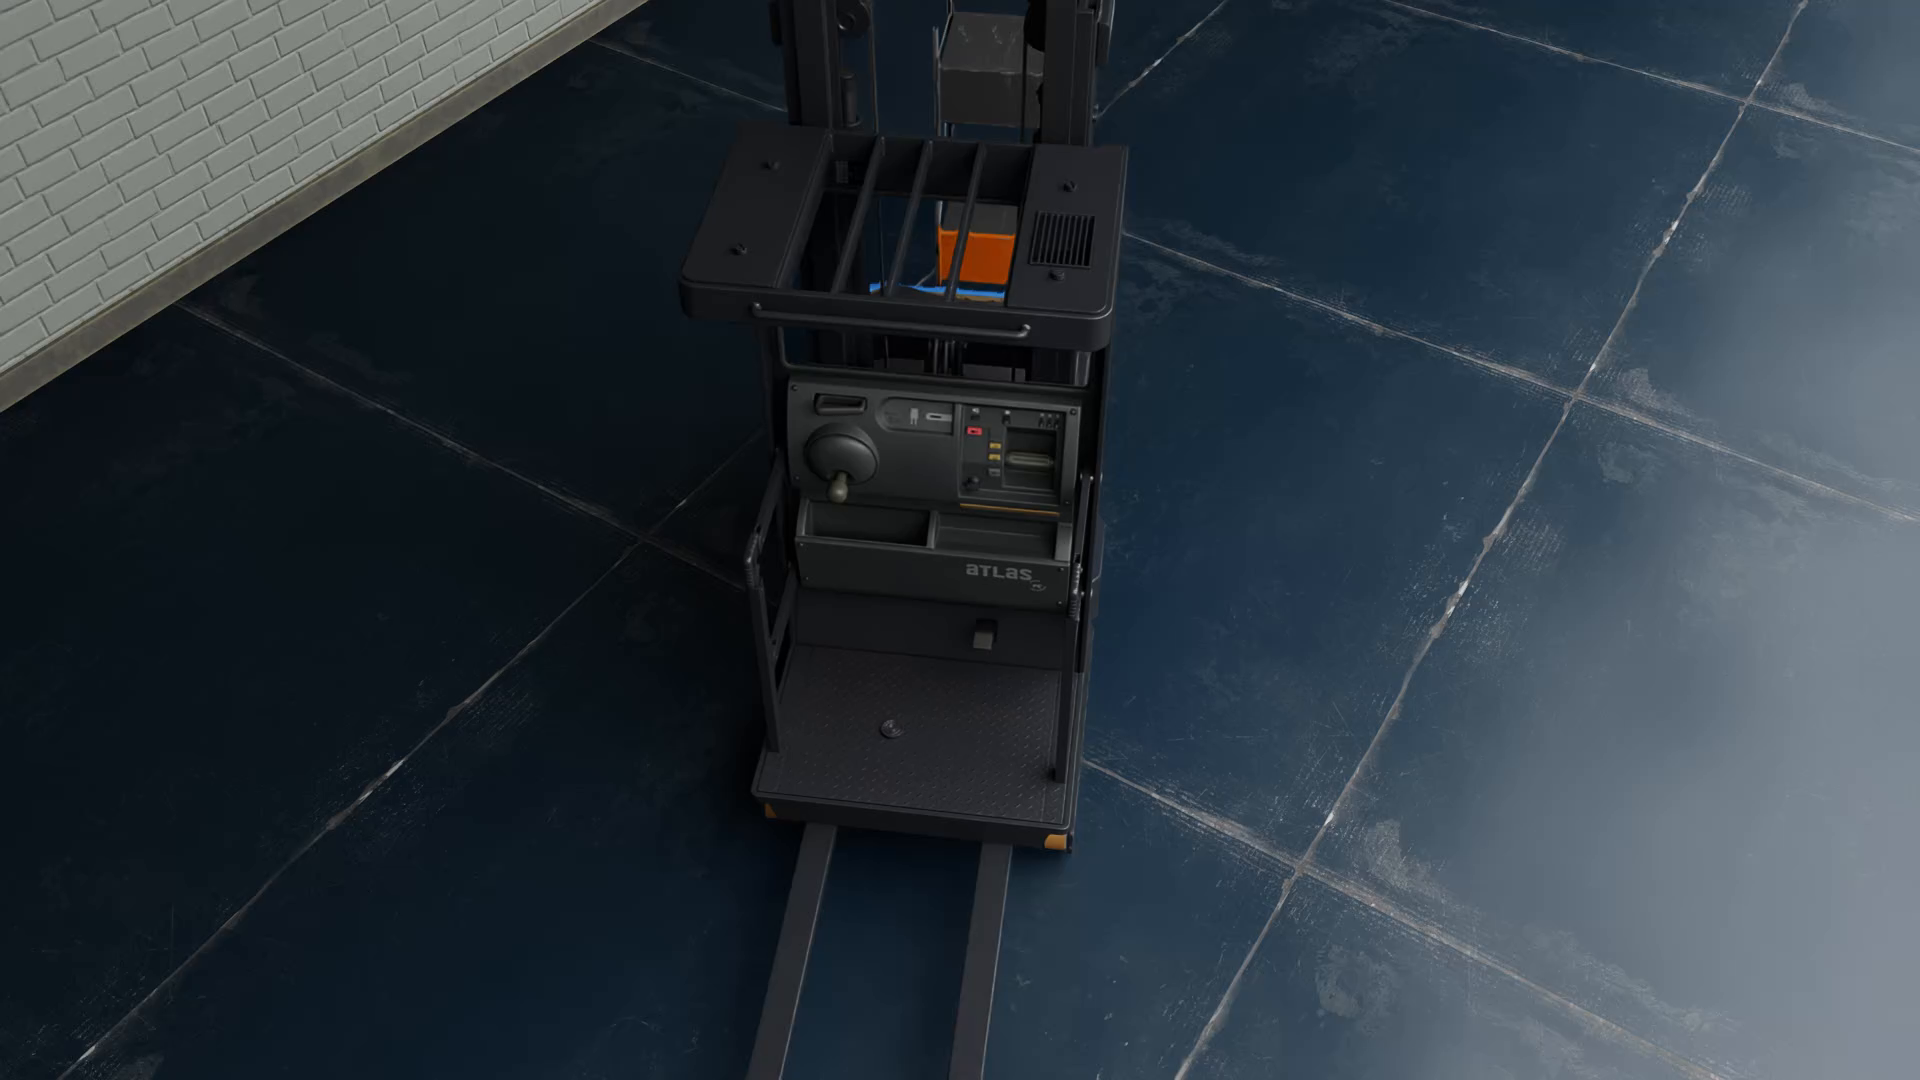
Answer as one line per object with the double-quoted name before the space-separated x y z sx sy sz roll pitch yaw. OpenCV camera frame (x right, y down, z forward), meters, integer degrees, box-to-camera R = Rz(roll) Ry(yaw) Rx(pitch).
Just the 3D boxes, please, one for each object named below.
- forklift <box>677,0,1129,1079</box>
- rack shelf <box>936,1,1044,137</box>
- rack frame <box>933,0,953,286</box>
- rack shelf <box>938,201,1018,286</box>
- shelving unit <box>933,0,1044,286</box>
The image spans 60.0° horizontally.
"forklift" -0.114 -0.196 5.119 1.130 2.935 3.031 5 46 5
"rack shelf" 0.181 -1.631 6.136 0.480 0.518 0.431 5 46 5
"rack frame" -0.061 -1.176 6.650 0.015 2.100 0.400 5 46 5
"rack shelf" 0.181 -1.143 6.638 0.480 0.518 0.431 5 46 5
"shelving unit" 0.181 -1.153 6.628 0.503 2.100 0.431 5 46 5
